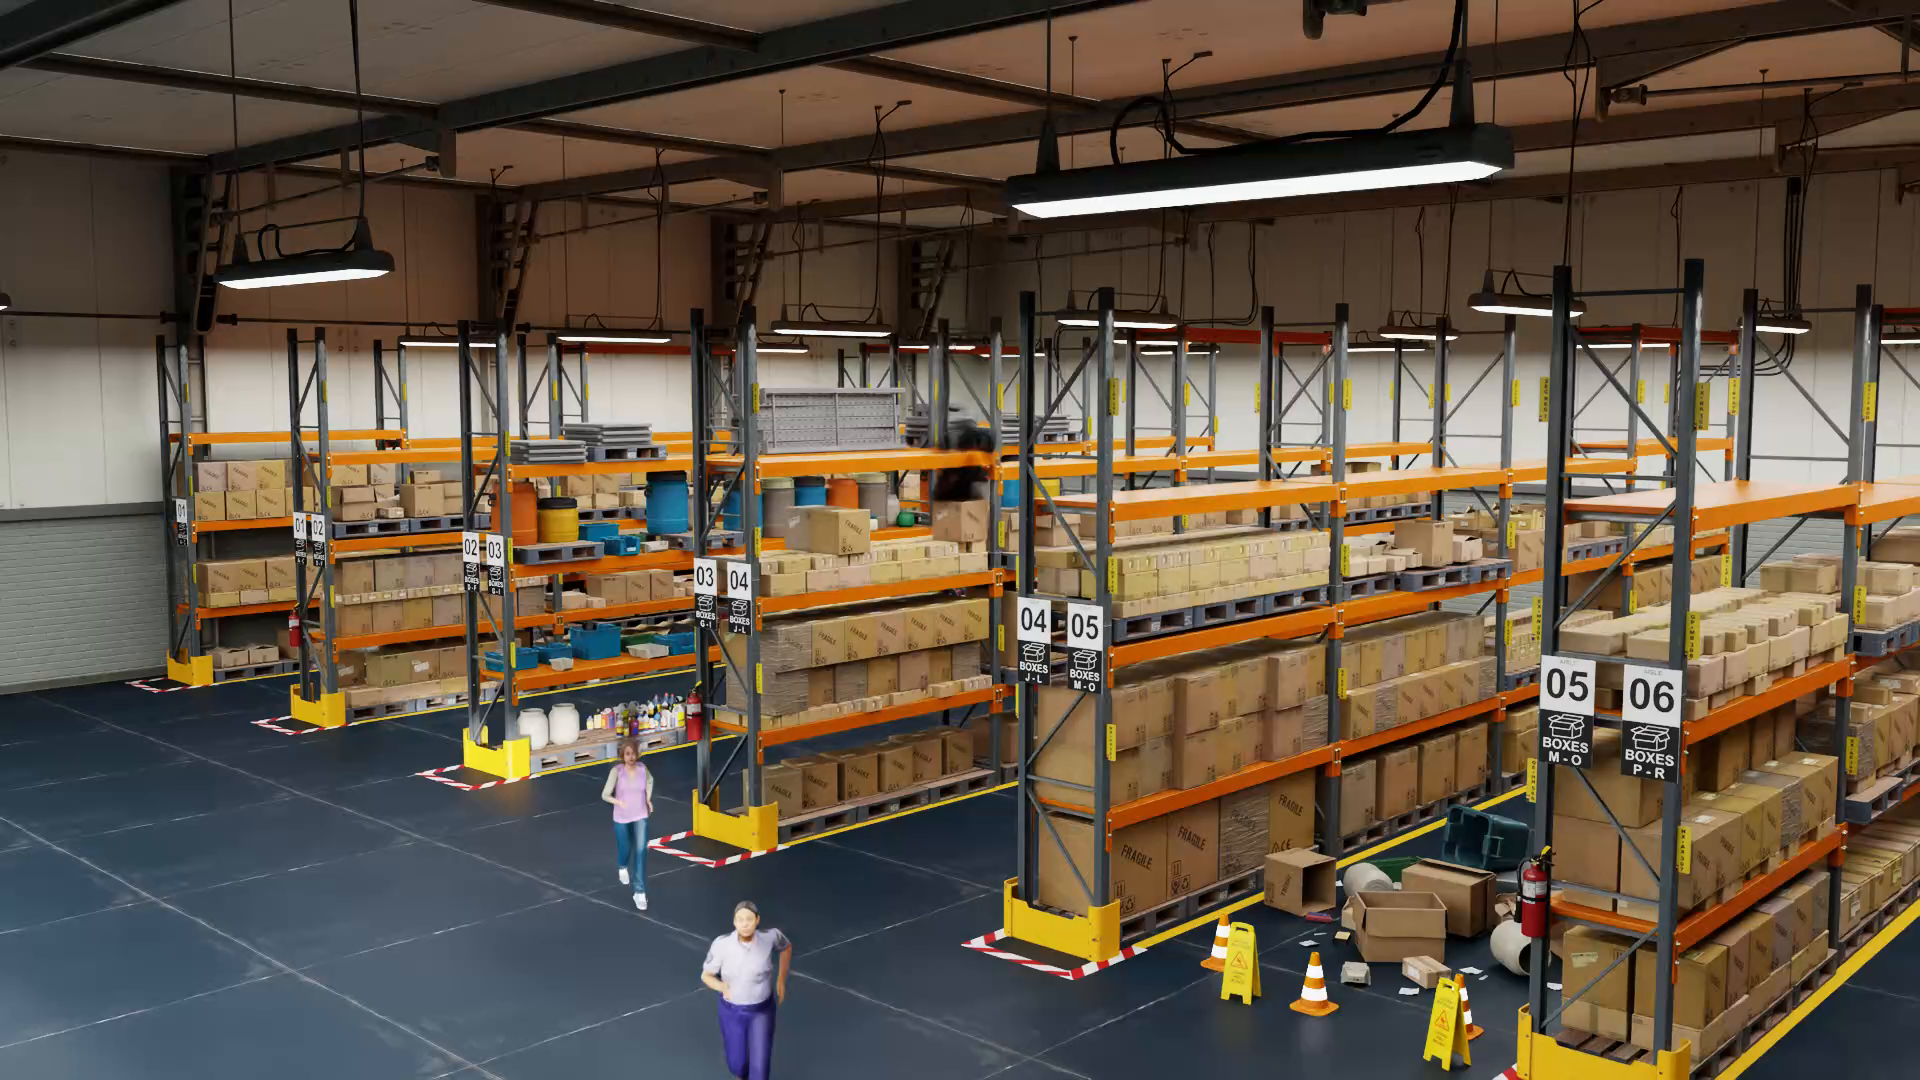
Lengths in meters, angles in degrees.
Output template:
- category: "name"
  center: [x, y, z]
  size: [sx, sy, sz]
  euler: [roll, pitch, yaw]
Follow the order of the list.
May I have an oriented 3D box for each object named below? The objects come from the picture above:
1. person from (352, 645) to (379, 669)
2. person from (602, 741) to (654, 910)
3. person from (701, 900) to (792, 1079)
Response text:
- category: "person"
  center: [-10.086, 1.628, 28.336]
  size: [0.704, 1.734, 0.653]
  euler: [3, 6, 30]
- category: "person"
  center: [-3.302, 2.797, 16.616]
  size: [0.544, 1.595, 0.890]
  euler: [-2, 6, -20]
- category: "person"
  center: [-1.471, 3.296, 11.530]
  size: [0.620, 1.693, 0.912]
  euler: [0, 5, -5]
